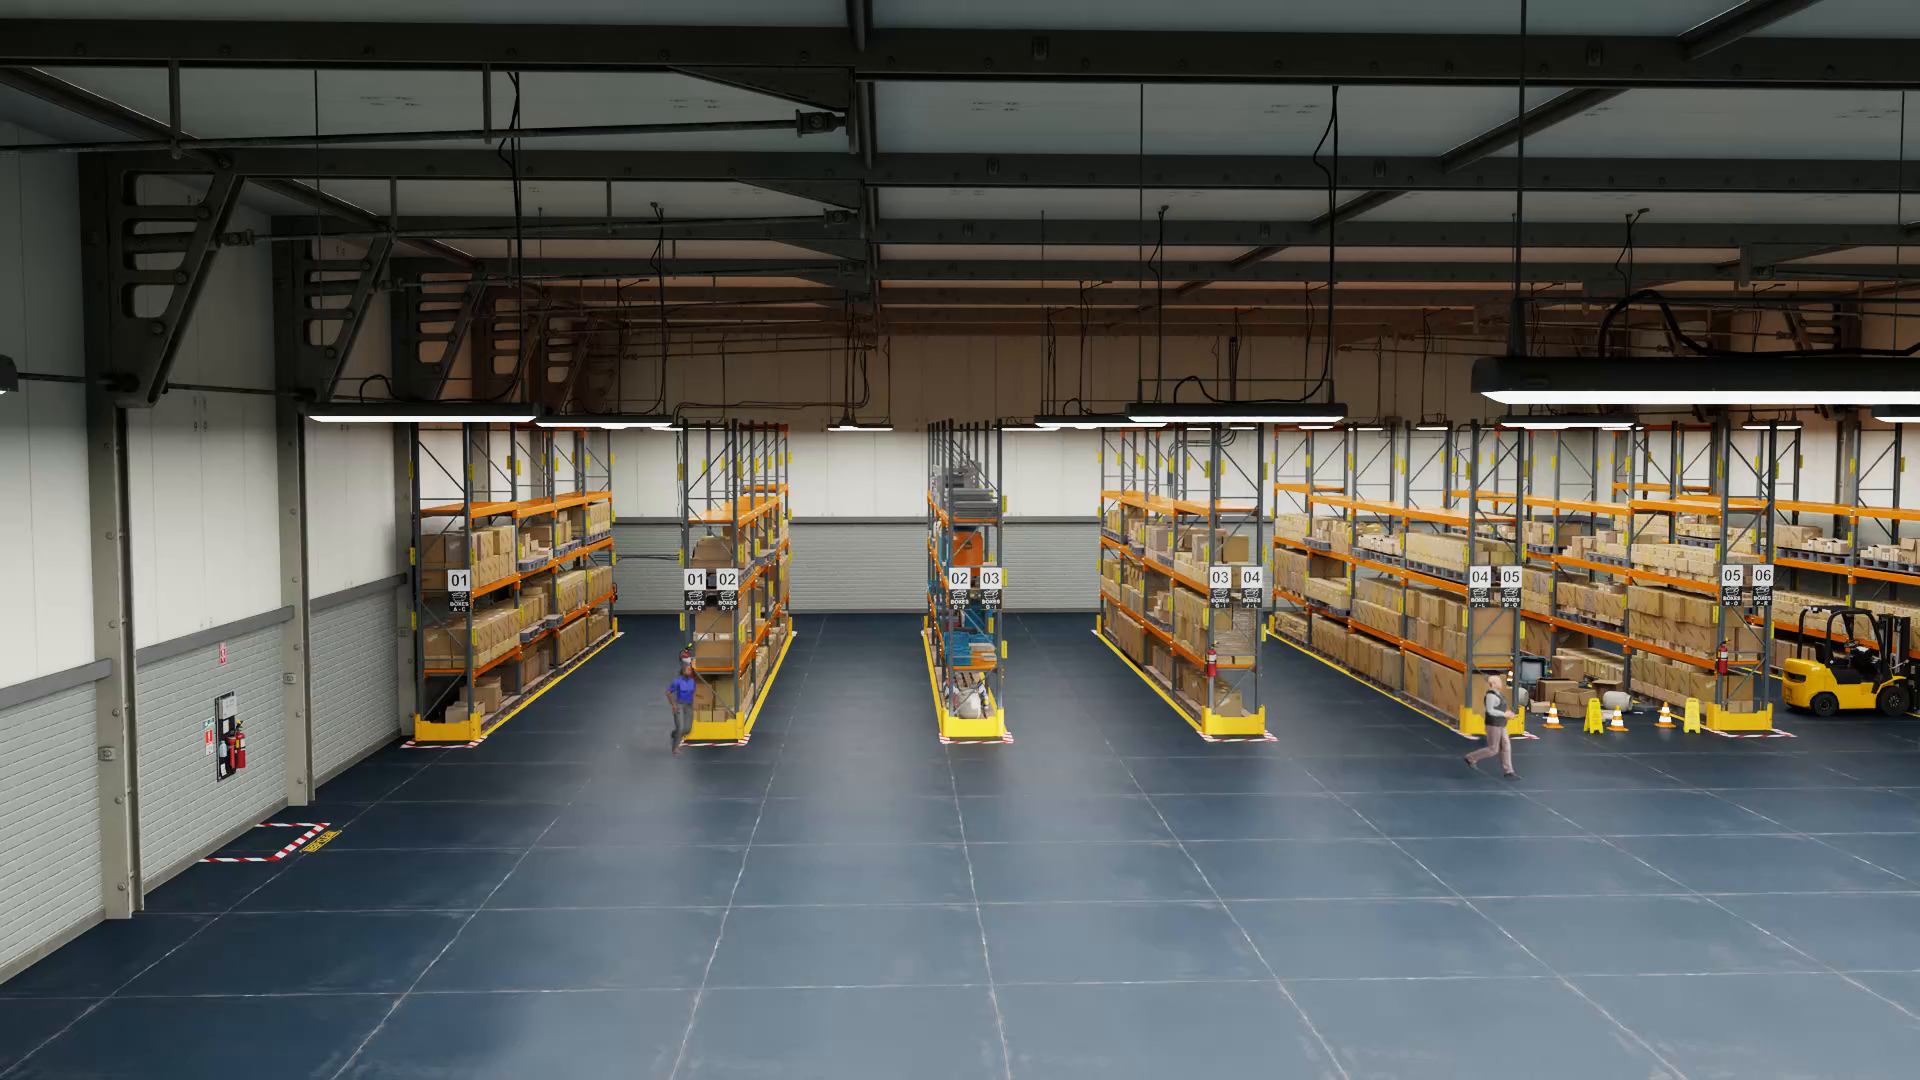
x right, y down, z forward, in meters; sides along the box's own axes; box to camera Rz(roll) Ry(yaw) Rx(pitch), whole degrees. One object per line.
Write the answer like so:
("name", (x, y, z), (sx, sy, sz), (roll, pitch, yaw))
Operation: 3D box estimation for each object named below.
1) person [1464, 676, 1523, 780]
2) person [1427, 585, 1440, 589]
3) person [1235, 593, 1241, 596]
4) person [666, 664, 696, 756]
("person", (8.839, 3.096, 27.514), (0.936, 1.717, 0.661), (2, 4, 29))
("person", (14.058, 1.764, 49.398), (0.838, 1.601, 0.675), (1, 4, 14))
("person", (7.712, 1.881, 46.988), (0.674, 1.651, 0.887), (1, 4, 13))
("person", (-5.001, 3.025, 29.879), (0.619, 1.599, 0.554), (-4, 5, -44))
